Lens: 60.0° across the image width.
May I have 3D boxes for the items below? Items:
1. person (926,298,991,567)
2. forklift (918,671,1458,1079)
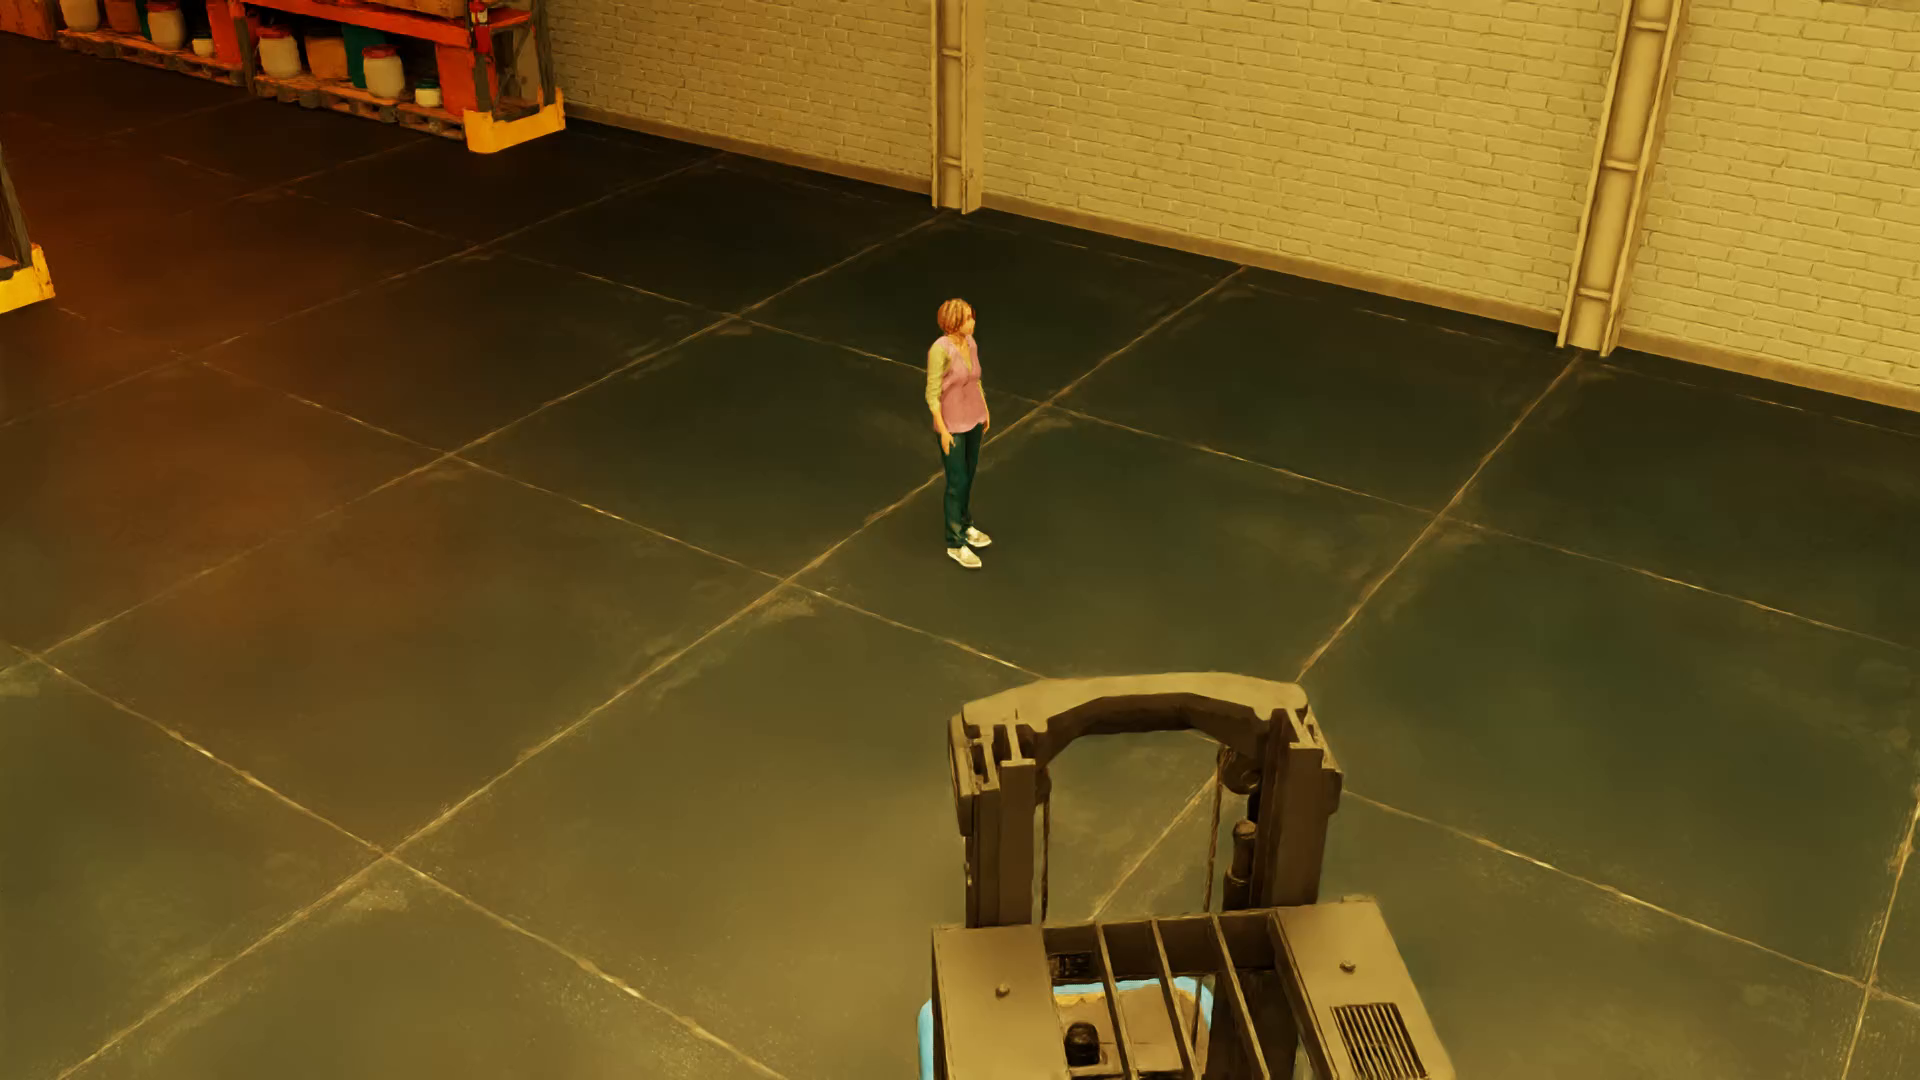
[{"bbox_3d":[0.054,-0.670,10.050,0.474,1.597,0.520,19,35,29],"label":"person"},{"bbox_3d":[0.500,1.929,4.259,1.130,2.935,3.031,-3,30,-5],"label":"forklift"}]
